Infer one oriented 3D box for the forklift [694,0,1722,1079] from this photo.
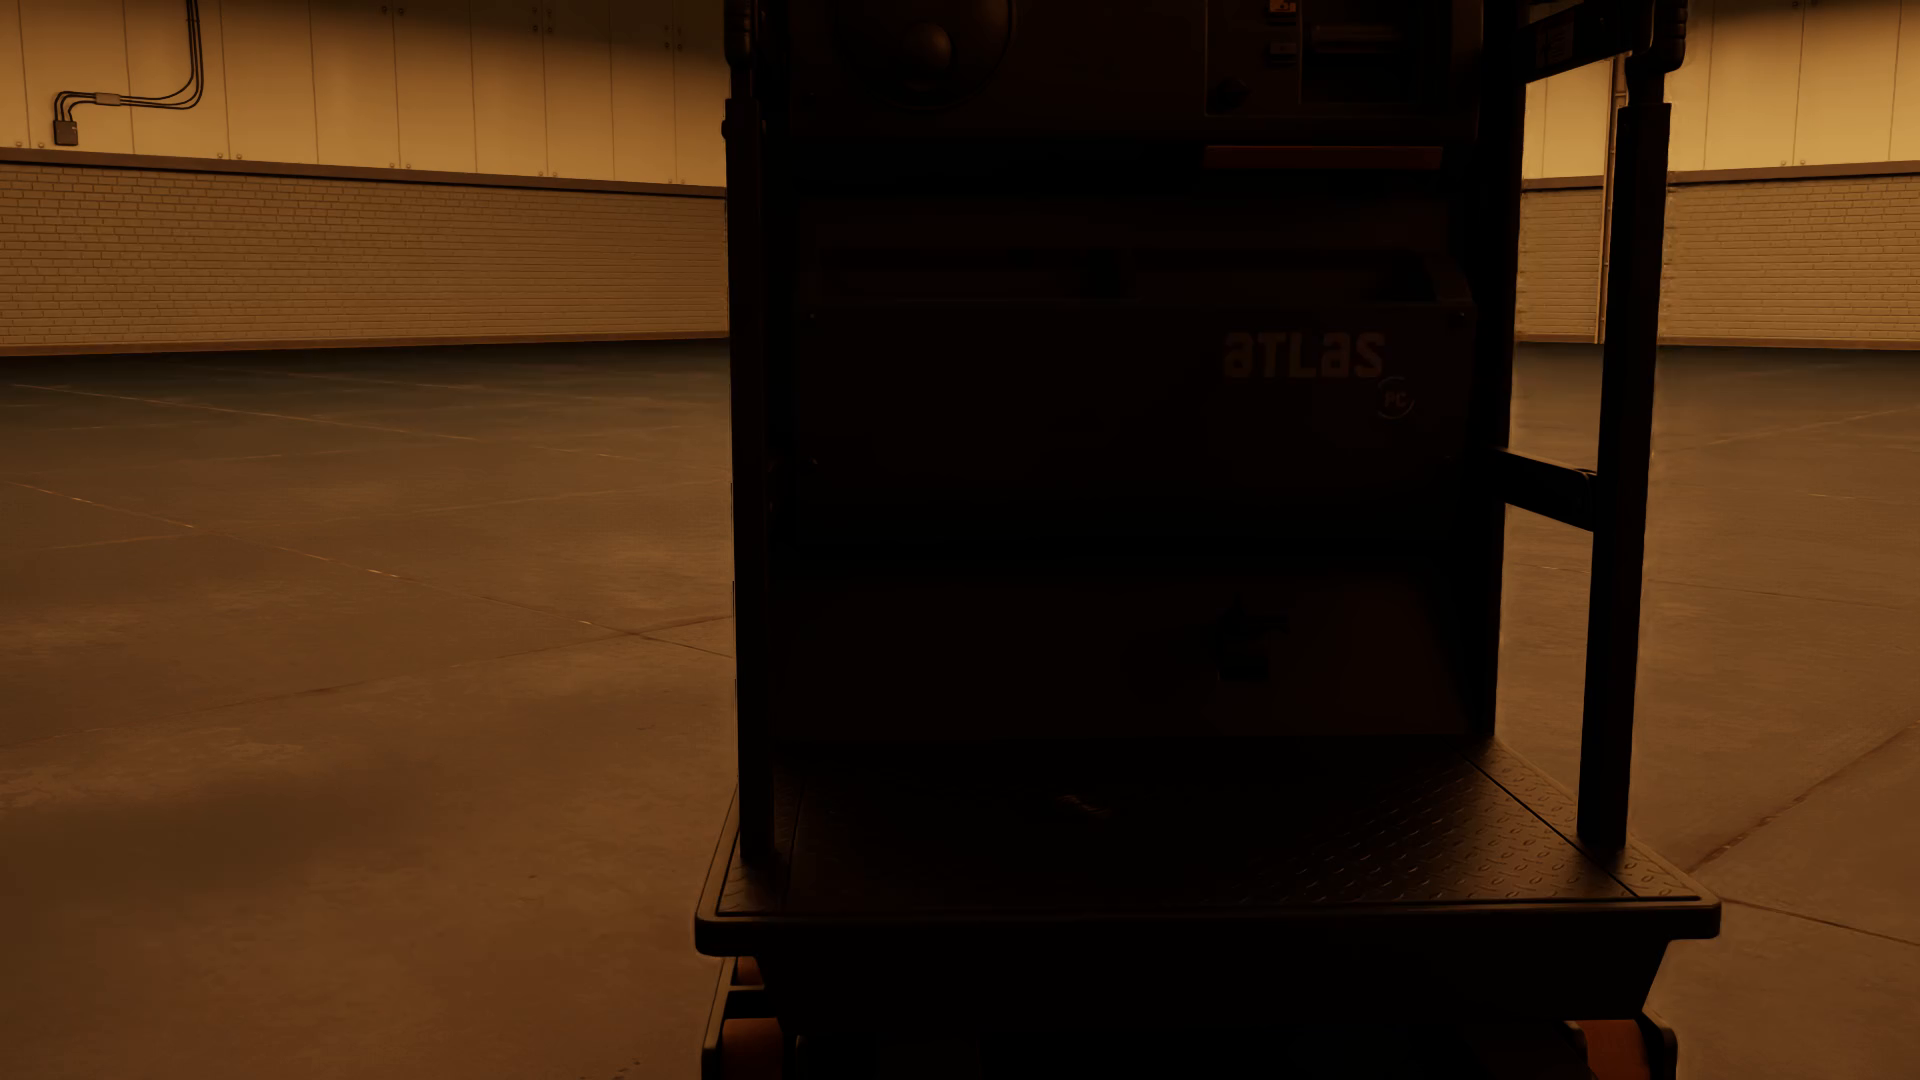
[{"bbox_3d":[0.248,-0.777,2.034,1.130,2.935,3.031,0,9,-3],"label":"forklift"}]
